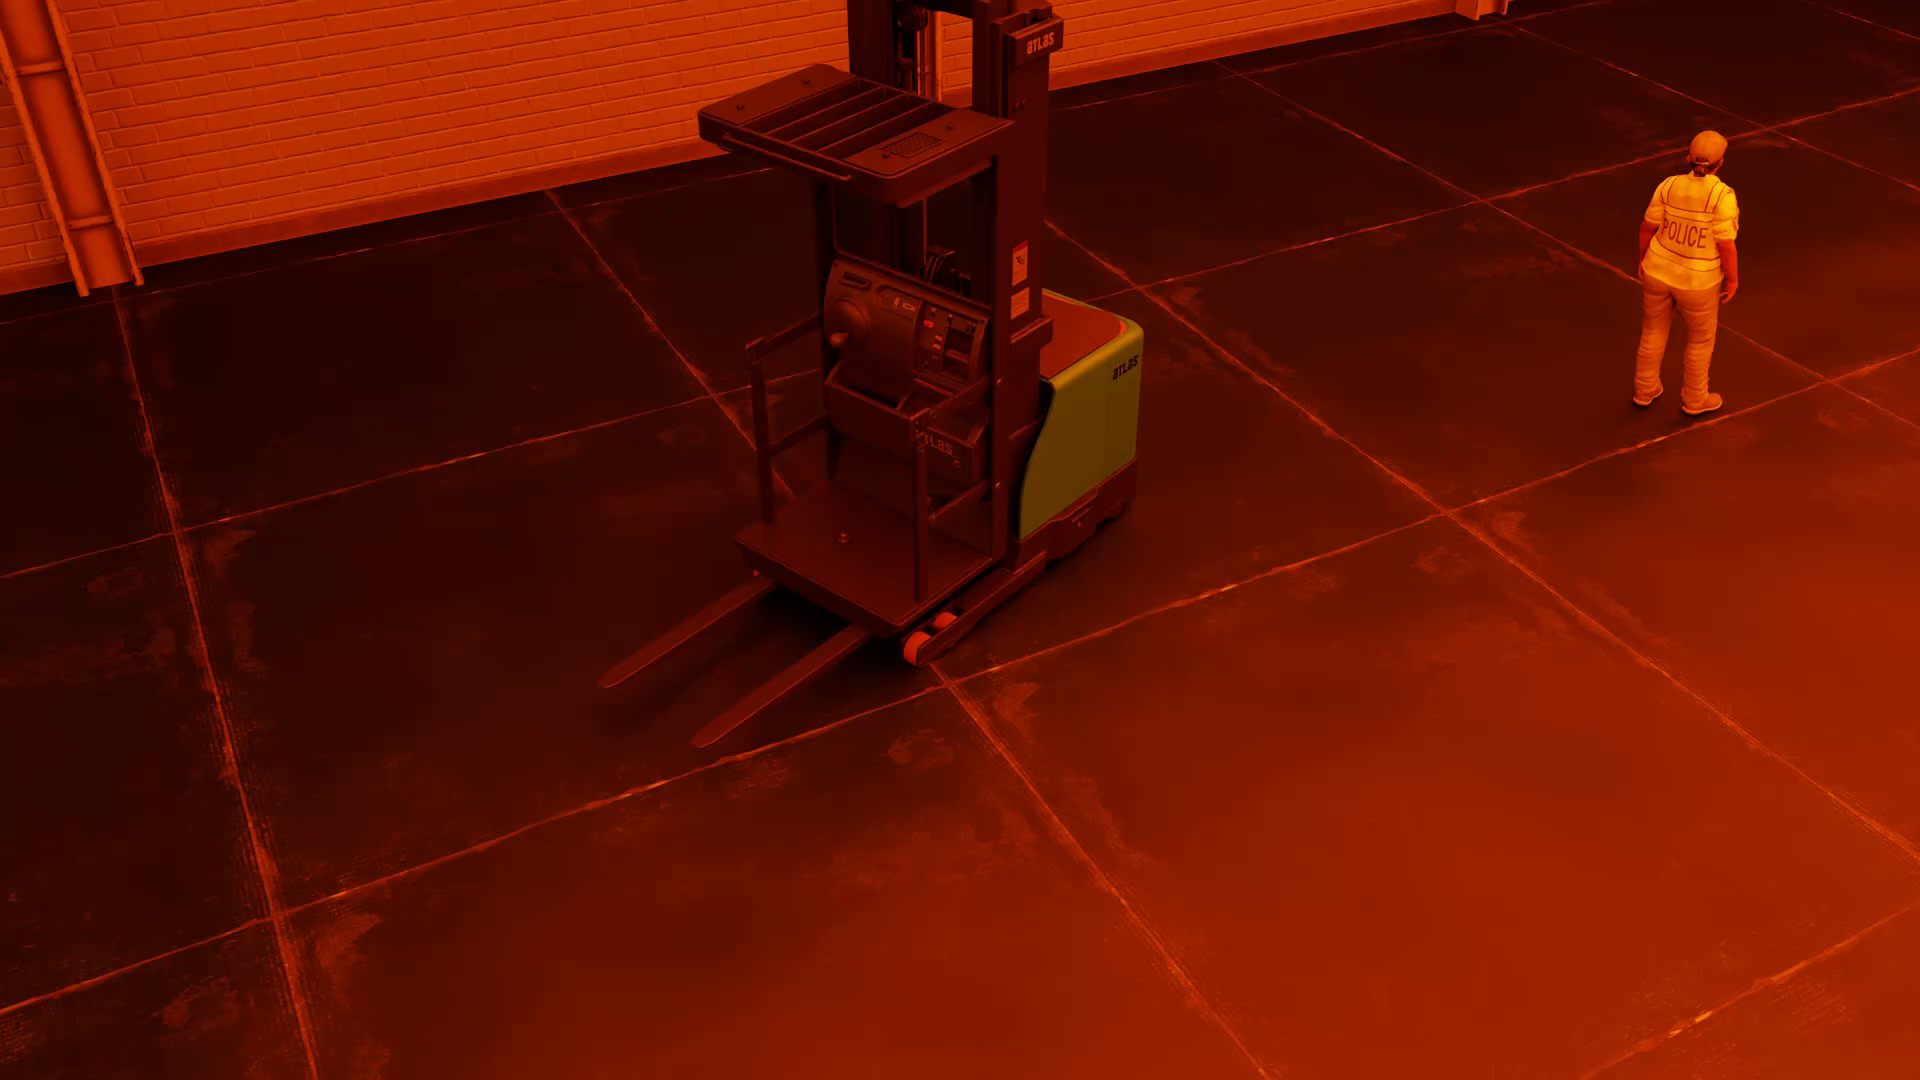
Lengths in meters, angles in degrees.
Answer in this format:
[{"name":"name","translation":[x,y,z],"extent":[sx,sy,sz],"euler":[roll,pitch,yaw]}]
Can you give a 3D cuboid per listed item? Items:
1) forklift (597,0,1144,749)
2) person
[{"name":"forklift","translation":[-0.390,-0.927,7.434],"extent":[1.130,2.935,3.031],"euler":[26,43,31]},{"name":"person","translation":[4.109,-1.501,9.329],"extent":[0.529,1.670,0.598],"euler":[-29,45,-35]}]
